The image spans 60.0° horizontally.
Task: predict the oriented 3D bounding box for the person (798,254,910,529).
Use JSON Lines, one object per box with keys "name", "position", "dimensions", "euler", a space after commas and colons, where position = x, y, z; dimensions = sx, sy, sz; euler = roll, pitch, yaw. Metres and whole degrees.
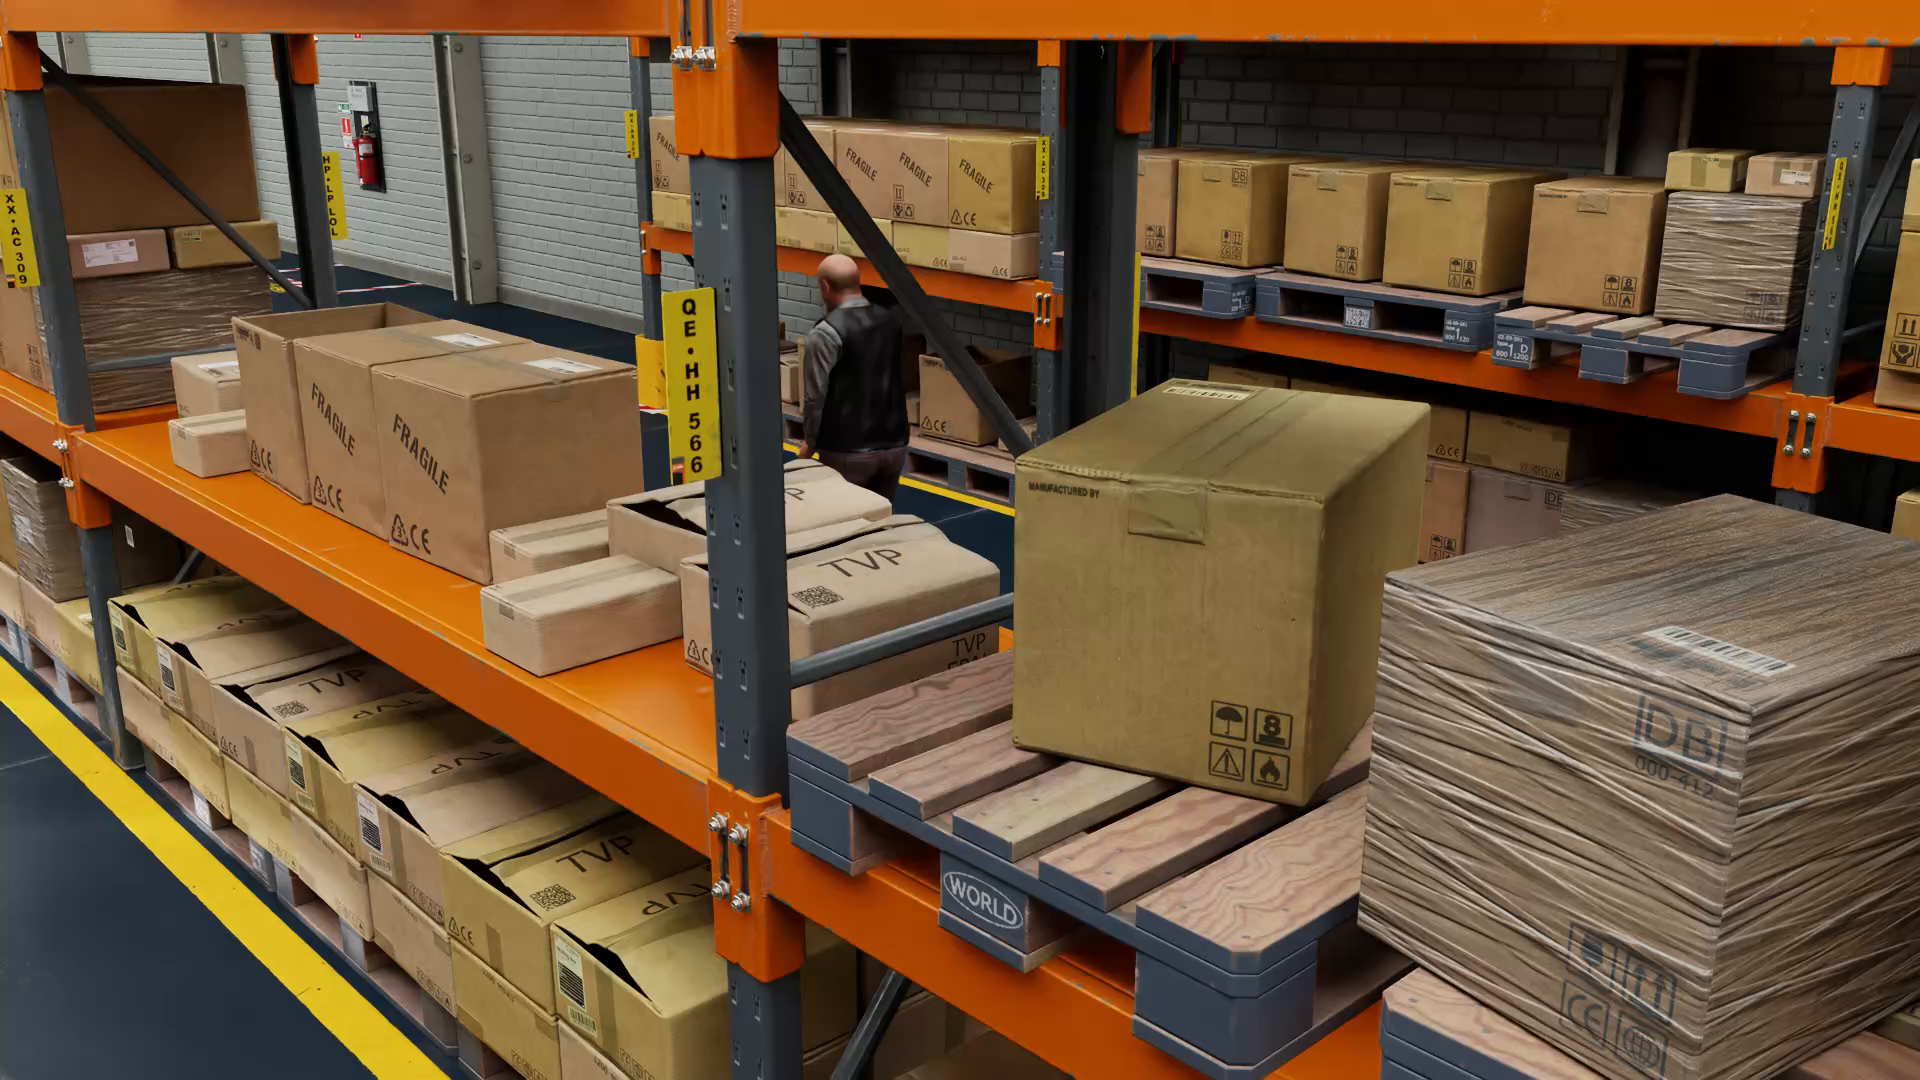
{"name": "person", "position": [-0.480, -0.365, 7.349], "dimensions": [0.569, 1.782, 0.526], "euler": [-16, 23, -42]}
